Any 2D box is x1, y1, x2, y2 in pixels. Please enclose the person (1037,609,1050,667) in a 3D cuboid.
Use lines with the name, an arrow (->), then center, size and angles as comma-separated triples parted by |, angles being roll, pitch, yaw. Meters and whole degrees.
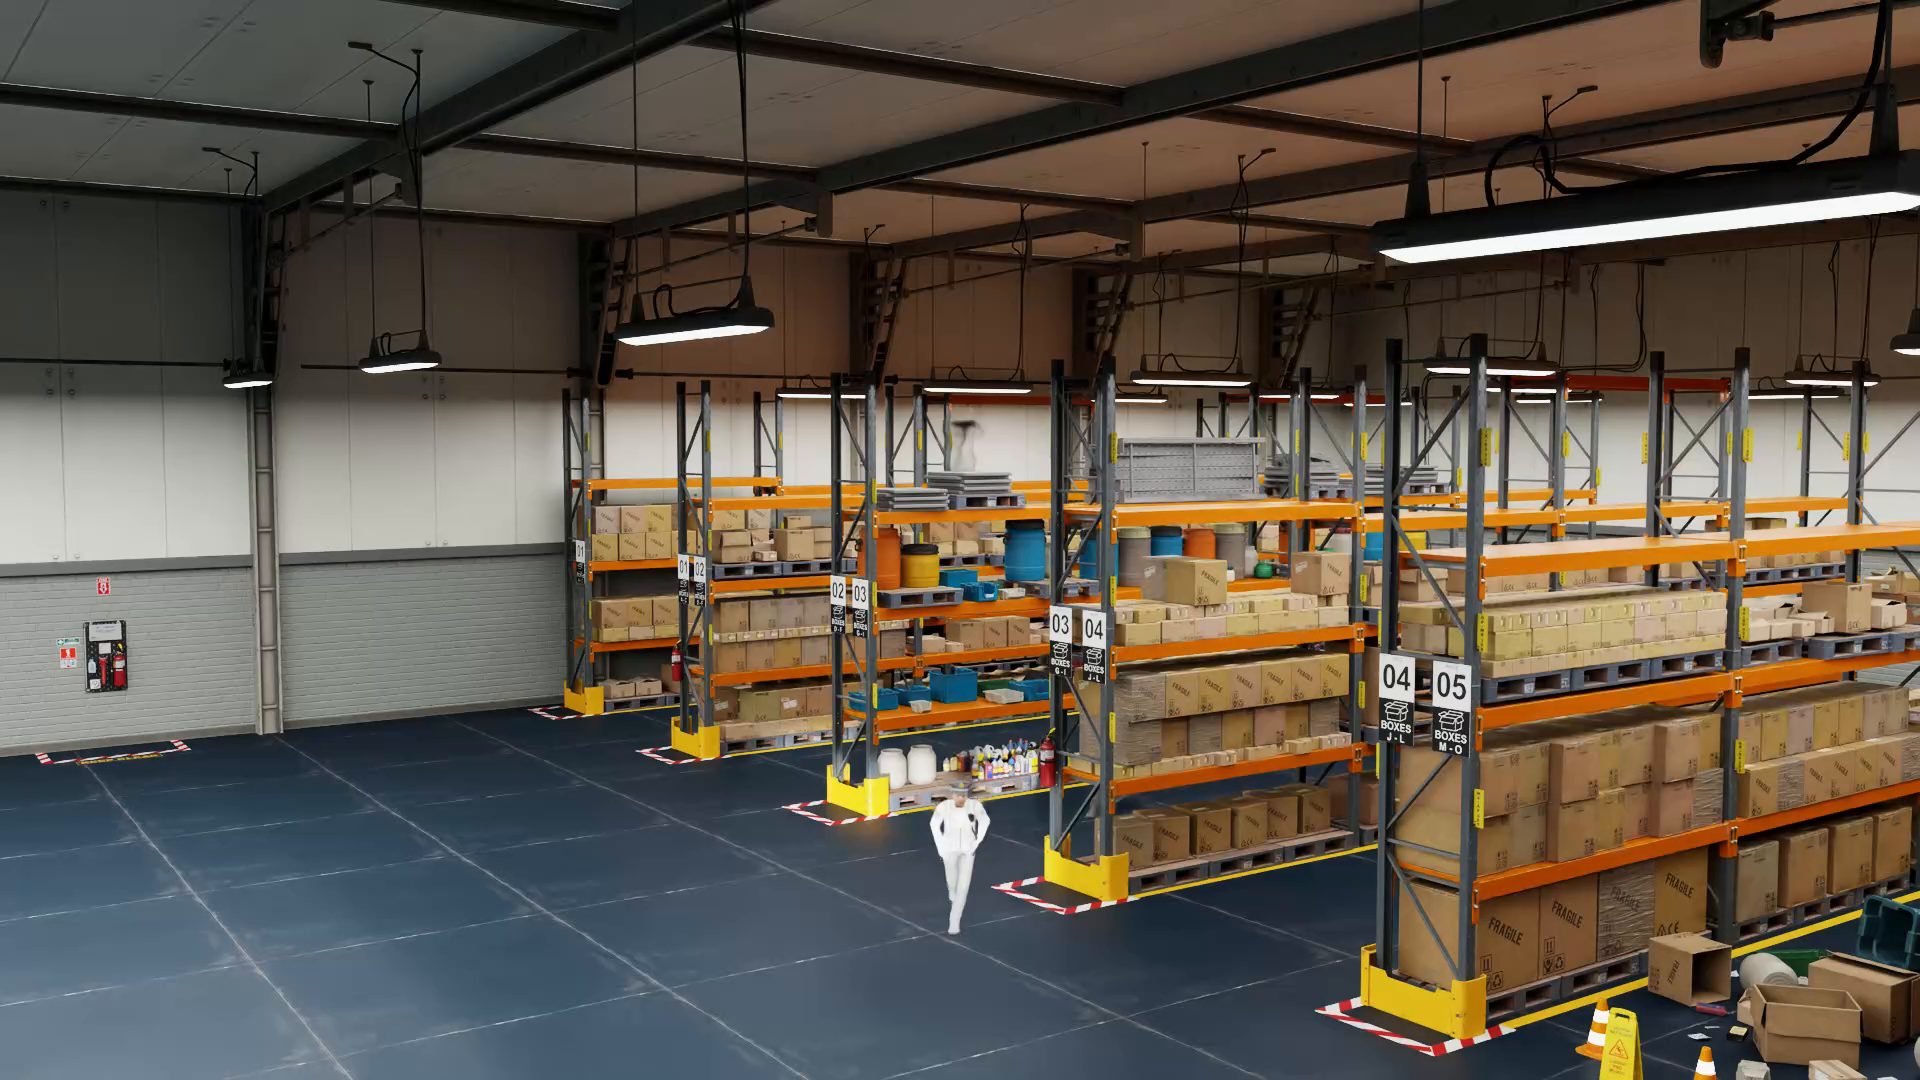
person -> 1.865, 2.215, 33.566 | 0.836, 1.627, 0.559 | -3, 5, -38

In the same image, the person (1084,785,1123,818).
person -> 2.012, 2.944, 22.642 | 0.615, 1.626, 0.985 | 3, 5, 38

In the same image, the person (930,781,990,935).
person -> -0.007, 3.264, 17.479 | 0.620, 1.631, 0.859 | 0, 4, -6
